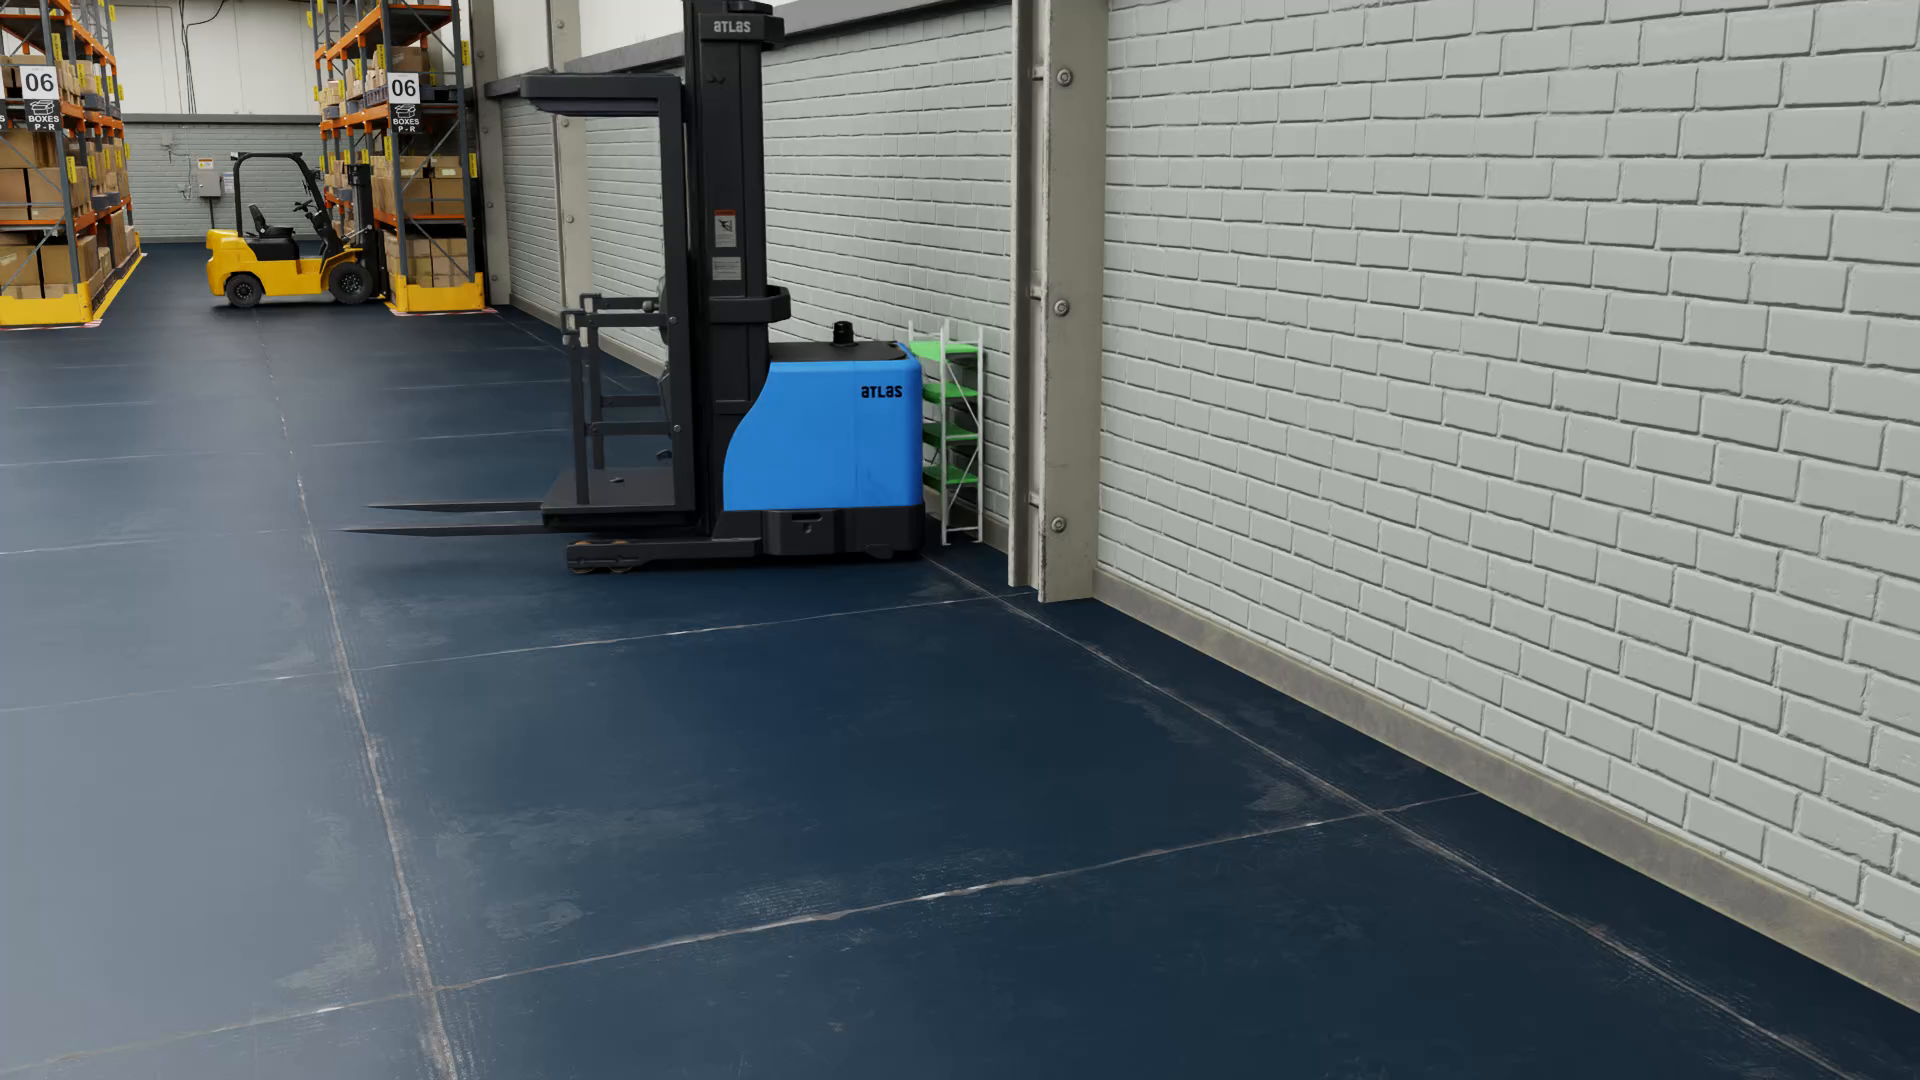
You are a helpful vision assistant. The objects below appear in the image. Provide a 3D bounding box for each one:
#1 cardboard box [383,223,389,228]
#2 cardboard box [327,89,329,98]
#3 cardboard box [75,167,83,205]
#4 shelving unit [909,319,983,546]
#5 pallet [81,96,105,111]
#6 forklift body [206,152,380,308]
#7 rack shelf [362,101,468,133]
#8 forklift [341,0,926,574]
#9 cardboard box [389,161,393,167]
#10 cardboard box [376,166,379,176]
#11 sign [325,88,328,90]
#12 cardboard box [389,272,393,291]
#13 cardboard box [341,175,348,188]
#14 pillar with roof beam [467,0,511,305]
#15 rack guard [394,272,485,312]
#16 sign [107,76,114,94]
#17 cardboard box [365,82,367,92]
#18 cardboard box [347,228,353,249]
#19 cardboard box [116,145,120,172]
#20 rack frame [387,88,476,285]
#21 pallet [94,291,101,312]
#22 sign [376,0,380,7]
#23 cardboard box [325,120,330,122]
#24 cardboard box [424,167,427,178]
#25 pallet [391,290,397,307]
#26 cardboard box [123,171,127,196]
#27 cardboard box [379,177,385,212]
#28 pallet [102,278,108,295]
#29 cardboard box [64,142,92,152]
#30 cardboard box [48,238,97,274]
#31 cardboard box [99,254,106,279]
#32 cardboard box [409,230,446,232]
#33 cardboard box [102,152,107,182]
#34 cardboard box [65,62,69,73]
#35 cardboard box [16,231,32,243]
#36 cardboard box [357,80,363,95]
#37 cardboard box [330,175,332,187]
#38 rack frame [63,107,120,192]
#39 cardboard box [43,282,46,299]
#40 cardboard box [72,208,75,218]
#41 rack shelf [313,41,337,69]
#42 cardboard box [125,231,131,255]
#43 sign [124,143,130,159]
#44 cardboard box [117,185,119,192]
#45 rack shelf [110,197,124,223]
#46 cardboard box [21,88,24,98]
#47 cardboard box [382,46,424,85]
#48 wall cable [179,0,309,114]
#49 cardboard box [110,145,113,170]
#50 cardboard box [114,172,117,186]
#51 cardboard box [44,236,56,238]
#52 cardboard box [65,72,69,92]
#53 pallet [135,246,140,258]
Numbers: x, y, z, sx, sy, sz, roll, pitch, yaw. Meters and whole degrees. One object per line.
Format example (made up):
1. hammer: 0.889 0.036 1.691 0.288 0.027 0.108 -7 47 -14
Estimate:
1. cardboard box: -10.679 -5.898 31.375 0.380 0.149 0.250 -5 14 -22
2. cardboard box: -12.150 -8.715 32.466 0.380 0.149 0.250 -6 14 -24
3. cardboard box: -12.194 -4.784 22.508 0.500 0.500 0.500 -6 14 -24
4. shelving unit: -0.081 -0.615 9.344 0.258 1.200 0.503 -5 14 -22
5. pallet: -14.013 -6.803 25.877 1.213 0.211 1.003 -6 14 -23
6. forklift body: -9.727 -4.519 24.123 2.313 2.155 1.214 -6 14 -23
7. rack shelf: -8.097 -6.229 24.575 1.077 0.370 4.000 -6 14 -23
8. forklift: -1.741 -1.379 8.827 3.031 2.935 1.130 -2 13 -7
9. cardboard box: -7.889 -5.370 23.598 0.380 0.149 0.250 -5 14 -22
10. cardboard box: -8.642 -5.590 25.210 0.380 0.149 0.250 -6 14 -24
11. sign: -12.597 -8.847 33.144 0.100 0.325 0.005 -6 14 -23
12. cardboard box: -7.964 -3.742 24.053 0.500 0.250 0.500 -6 14 -23
13. cardboard box: -11.220 -6.678 30.973 0.500 0.250 0.500 -6 14 -26
14. pillar with roof beam: -10.693 -7.464 21.664 9.100 9.000 0.400 -6 14 -23
15. rack guard: -7.286 -3.482 23.307 1.175 0.500 0.348 -6 14 -23
16. sign: -16.156 -8.653 31.607 0.100 0.325 0.005 -6 14 -23
17. cardboard box: -8.997 -7.004 25.730 0.380 0.149 0.250 -5 14 -22
18. cardboard box: -11.697 -5.838 32.555 0.500 0.500 0.500 -6 14 -25
19. cardboard box: -16.815 -7.496 32.667 0.500 0.500 0.500 -6 14 -24
20. rack frame: -7.296 -4.705 23.047 1.000 3.000 0.127 -6 14 -23
21. pallet: -12.651 -3.336 23.315 1.003 0.211 1.213 -6 14 -23
22. sign: -11.597 -10.691 33.181 0.100 0.325 0.005 -6 14 -23
23. cardboard box: -13.161 -8.886 35.018 0.380 0.149 0.250 -5 14 -22
24. cardboard box: -7.447 -5.262 23.791 0.380 0.149 0.250 -6 14 -24
25. pallet: -7.641 -3.501 24.028 1.003 0.211 1.213 -6 14 -23
26. cardboard box: -17.195 -7.219 33.685 0.500 0.500 0.500 -5 14 -21
27. cardboard box: -8.350 -5.149 24.741 0.500 0.500 0.500 -6 14 -23
28. pallet: -13.758 -3.885 25.686 1.003 0.211 1.213 -6 14 -23
29. cardboard box: -13.309 -5.926 25.070 0.380 0.149 0.250 -6 14 -23
30. cardboard box: -12.551 -4.005 23.524 0.500 0.500 0.500 -5 14 -20
31. cardboard box: -13.948 -4.263 26.034 0.950 0.372 0.625 -5 14 -19
32. cardboard box: -8.307 -4.696 25.957 0.500 0.250 0.500 -6 14 -24
33. cardboard box: -14.610 -6.238 27.858 0.500 0.500 0.500 -6 14 -25
34. cardboard box: -12.409 -6.452 22.733 0.380 0.149 0.250 -5 14 -22
35. cardboard box: -12.709 -4.066 22.352 0.380 0.149 0.250 -5 14 -22
36. cardboard box: -9.411 -7.330 26.782 0.500 0.311 0.500 -6 14 -25
37. cardboard box: -13.138 -7.652 35.453 0.500 0.250 0.500 -6 14 -24
38. rack frame: -16.649 -6.735 31.819 1.000 3.000 0.127 -6 14 -23
39. cardboard box: -12.613 -3.371 22.451 0.500 0.250 0.500 -6 14 -23
40. cardboard box: -11.935 -4.336 22.007 0.380 0.149 0.250 -6 14 -25
41. rack shelf: -12.904 -10.168 34.949 1.077 0.370 4.000 -6 14 -23
42. cardboard box: -16.802 -5.831 32.662 0.875 0.438 0.875 -6 14 -24
43. sign: -17.749 -8.287 35.431 0.100 0.325 0.005 -6 14 -23
44. cardboard box: -16.239 -6.592 31.533 0.500 0.250 0.500 -6 14 -24
45. rack shelf: -15.848 -5.972 30.114 1.077 0.370 4.000 -6 14 -23
46. cardboard box: -11.865 -5.739 21.419 0.380 0.149 0.250 -6 14 -25
47. cardboard box: -7.696 -6.538 22.939 0.500 0.500 0.500 -5 14 -21
48. wall cable: -17.531 -11.964 41.021 2.988 3.039 0.133 -6 14 -23
49. cardboard box: -15.841 -6.989 30.474 0.500 0.500 0.500 -5 14 -21
50. cardboard box: -16.043 -6.734 31.037 0.500 0.250 0.500 -5 14 -22
51. cardboard box: -13.456 -4.166 24.223 0.500 0.500 0.500 -5 14 -20
52. cardboard box: -12.222 -6.127 22.209 0.500 0.250 0.500 -5 14 -21
53. pallet: -17.860 -6.045 35.020 1.003 0.211 1.213 -6 14 -23
